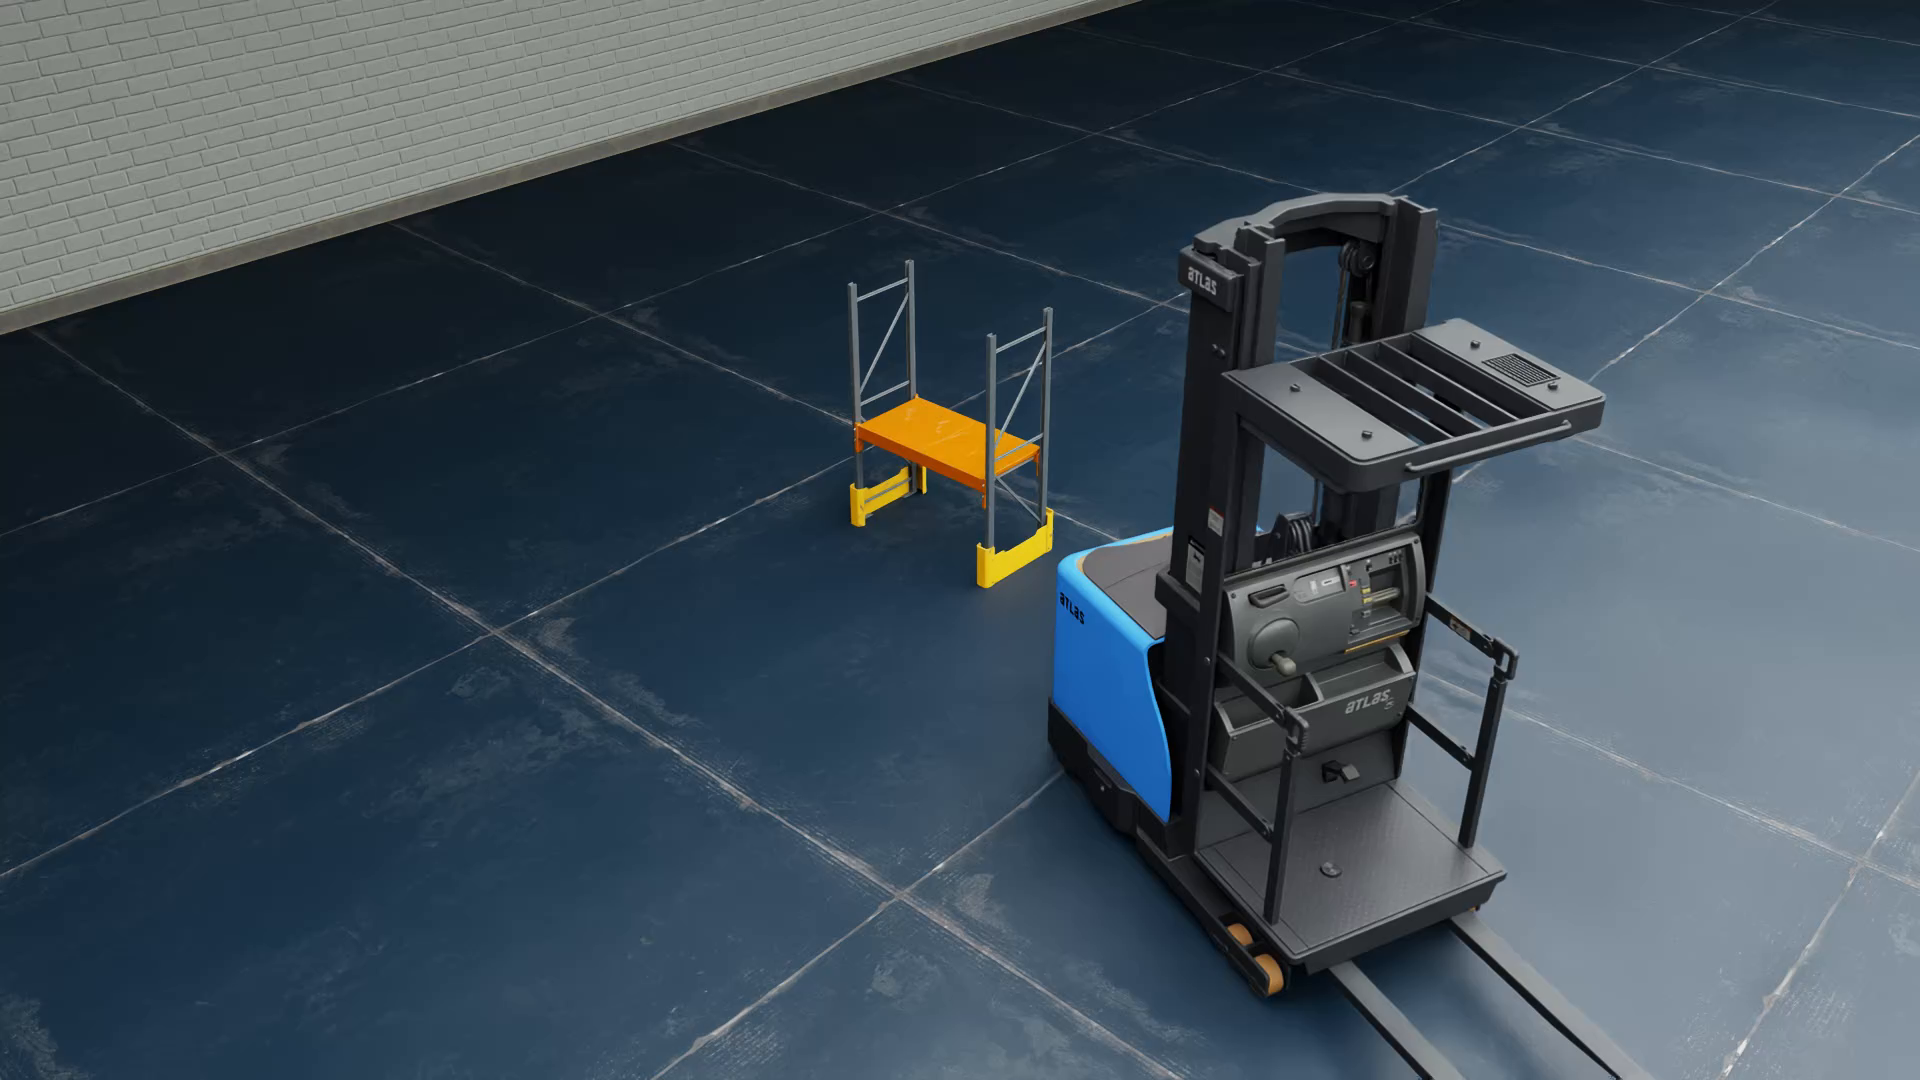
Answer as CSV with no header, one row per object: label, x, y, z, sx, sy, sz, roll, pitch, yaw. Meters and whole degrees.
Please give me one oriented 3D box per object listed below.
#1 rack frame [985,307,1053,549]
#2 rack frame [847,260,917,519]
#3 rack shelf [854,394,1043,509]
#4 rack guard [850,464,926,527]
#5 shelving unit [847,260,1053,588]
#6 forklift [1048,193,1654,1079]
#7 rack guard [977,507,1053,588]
rack frame,0.314,-0.496,9.064,0.032,1.500,0.500,25,39,35
rack frame,-0.440,-0.848,9.649,0.032,1.500,0.500,25,39,35
rack shelf,-0.063,-0.518,9.449,1.000,0.185,0.538,25,39,35
rack guard,-0.426,-0.306,9.960,0.087,0.250,0.587,25,39,35
shelving unit,-0.057,-0.669,9.352,1.083,1.500,0.587,25,39,35
forklift,1.537,0.307,6.343,1.130,2.935,3.031,-15,34,-23
rack guard,0.313,0.039,9.388,0.087,0.250,0.587,25,39,35
